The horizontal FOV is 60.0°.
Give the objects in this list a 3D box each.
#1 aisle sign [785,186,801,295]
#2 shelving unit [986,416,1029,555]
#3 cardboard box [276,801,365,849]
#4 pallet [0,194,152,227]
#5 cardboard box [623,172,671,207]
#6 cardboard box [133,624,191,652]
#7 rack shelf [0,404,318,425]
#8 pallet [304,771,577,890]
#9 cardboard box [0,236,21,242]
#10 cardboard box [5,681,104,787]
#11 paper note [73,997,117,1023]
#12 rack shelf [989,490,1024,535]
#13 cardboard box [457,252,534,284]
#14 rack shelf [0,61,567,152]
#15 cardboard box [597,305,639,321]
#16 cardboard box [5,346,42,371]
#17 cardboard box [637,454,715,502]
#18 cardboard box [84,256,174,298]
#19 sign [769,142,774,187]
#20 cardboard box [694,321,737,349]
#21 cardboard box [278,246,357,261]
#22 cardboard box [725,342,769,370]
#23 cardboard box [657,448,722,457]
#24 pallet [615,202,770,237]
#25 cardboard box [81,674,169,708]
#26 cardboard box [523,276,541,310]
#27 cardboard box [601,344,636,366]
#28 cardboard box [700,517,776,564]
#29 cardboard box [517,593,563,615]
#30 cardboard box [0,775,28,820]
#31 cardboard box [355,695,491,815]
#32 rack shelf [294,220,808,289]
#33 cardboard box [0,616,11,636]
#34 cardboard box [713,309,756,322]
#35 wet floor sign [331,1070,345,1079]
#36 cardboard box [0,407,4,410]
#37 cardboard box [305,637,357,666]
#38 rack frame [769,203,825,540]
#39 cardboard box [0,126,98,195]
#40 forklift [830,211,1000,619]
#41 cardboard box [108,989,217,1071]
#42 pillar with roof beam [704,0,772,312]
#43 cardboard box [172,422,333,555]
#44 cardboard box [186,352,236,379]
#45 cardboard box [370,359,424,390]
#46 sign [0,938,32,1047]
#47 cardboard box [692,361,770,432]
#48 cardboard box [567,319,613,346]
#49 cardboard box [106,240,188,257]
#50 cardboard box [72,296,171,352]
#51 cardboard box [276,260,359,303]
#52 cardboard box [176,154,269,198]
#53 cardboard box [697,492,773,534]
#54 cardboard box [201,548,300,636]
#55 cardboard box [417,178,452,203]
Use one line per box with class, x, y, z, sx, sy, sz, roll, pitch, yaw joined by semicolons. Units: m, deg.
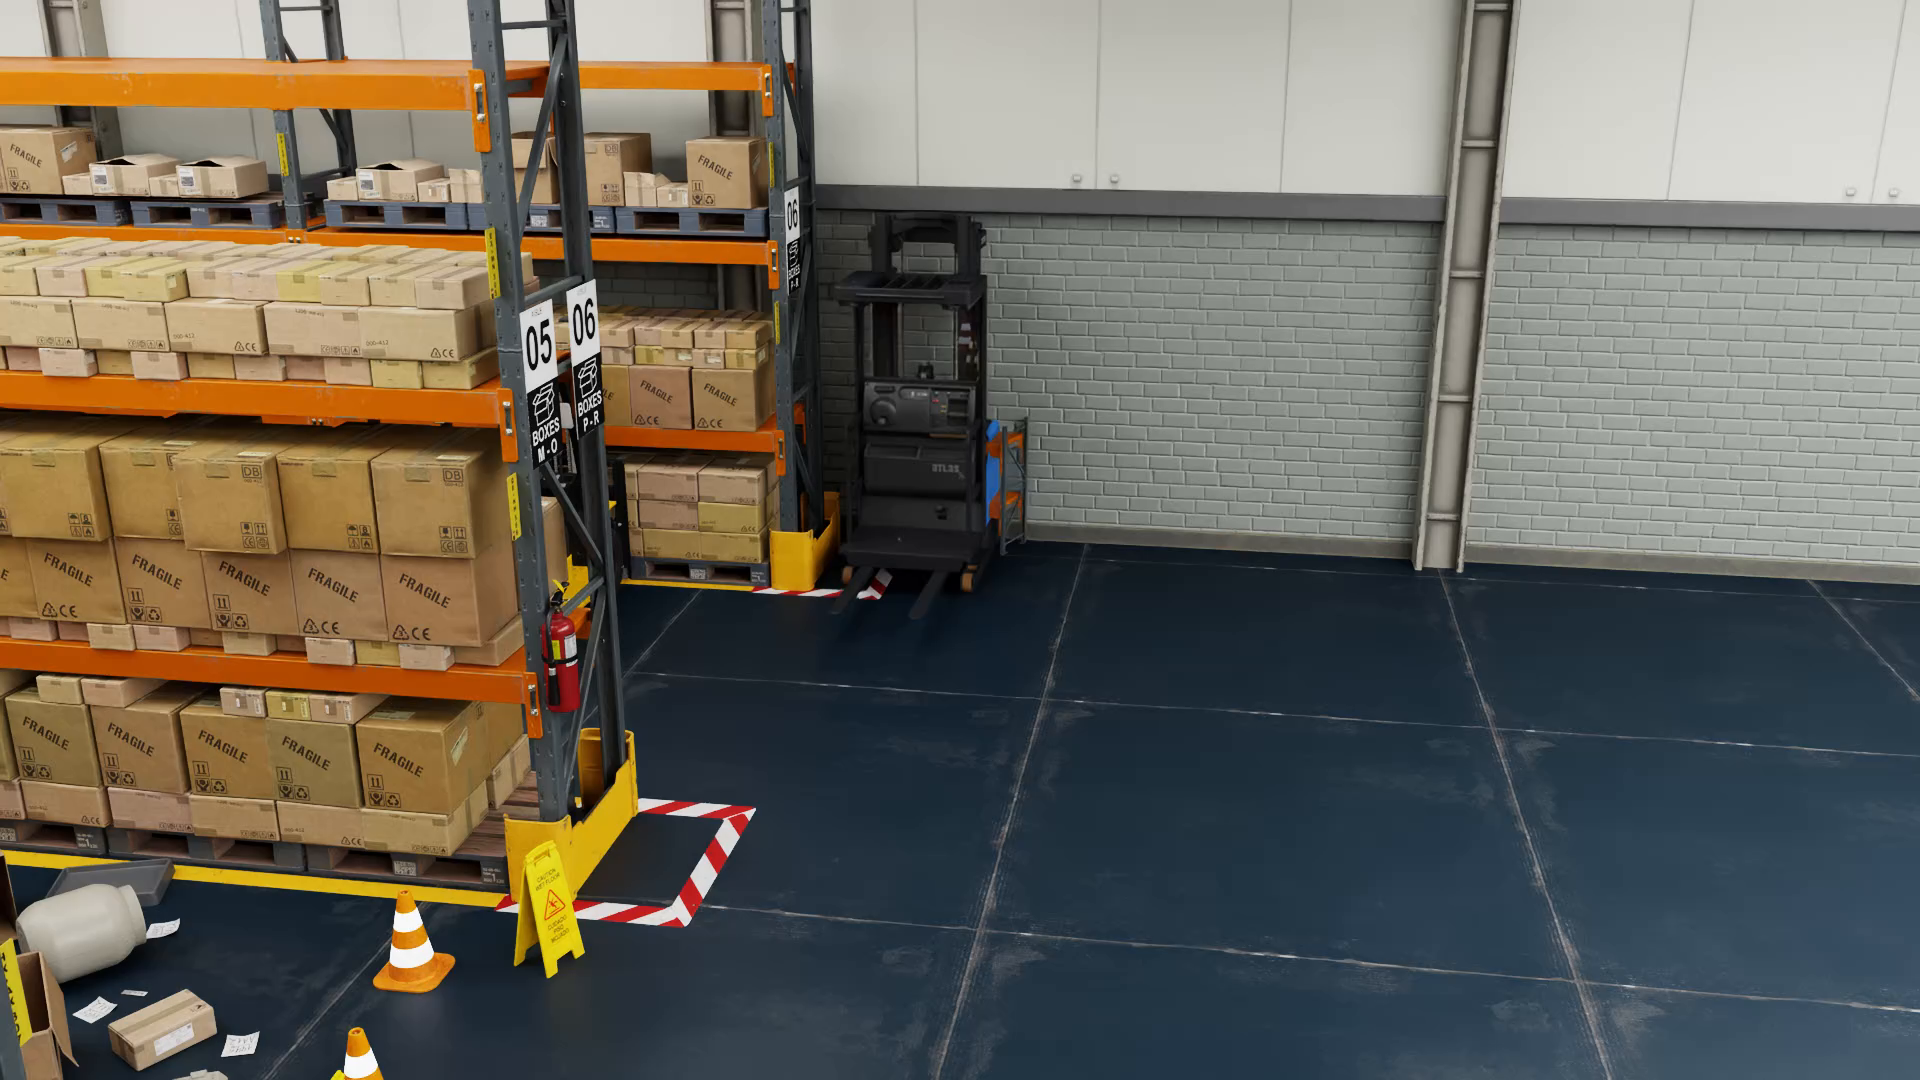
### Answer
aisle sign;-1.300;-2.331;12.945;0.004;0.787;0.394;3;19;9
shelving unit;0.013;-0.535;14.586;1.048;1.125;0.538;8;17;25
cardboard box;-3.453;1.482;9.319;0.500;0.250;0.500;3;19;9
pallet;-7.428;-2.867;14.216;1.213;0.211;1.003;4;19;11
cardboard box;-2.435;-2.758;12.983;0.258;0.266;0.396;3;19;9
cardboard box;-4.276;0.467;9.075;0.250;0.149;0.380;3;19;8
rack shelf;-7.242;-1.154;14.659;4.000;0.370;1.077;3;19;9
pallet;-2.973;1.629;9.603;1.213;0.211;1.003;3;19;9
cardboard box;-5.434;-1.584;9.222;0.250;0.149;0.380;2;19;7
cardboard box;-4.981;1.047;9.435;0.500;0.500;0.500;4;19;11
paper note;-4.166;2.262;8.013;0.142;0.019;0.148;10;21;27
rack shelf;0.011;-0.299;14.651;1.000;0.278;0.538;8;17;25
cardboard box;-2.420;-1.401;8.676;0.250;0.149;0.380;3;19;8
rack shelf;-4.076;-2.241;8.457;4.000;0.370;1.077;3;19;9
cardboard box;-2.881;-1.872;14.023;0.250;0.149;0.380;2;19;7
cardboard box;-4.767;-1.000;8.732;0.250;0.149;0.380;2;19;7
cardboard box;-2.327;-0.512;13.702;0.500;0.250;0.500;3;19;10
cardboard box;-4.244;-1.350;8.524;0.250;0.149;0.380;3;19;10
sign;-1.418;-2.829;12.532;0.005;0.325;0.100;3;19;9
cardboard box;-1.953;-1.644;13.341;0.250;0.149;0.380;3;19;9
cardboard box;-3.404;-1.459;8.849;0.250;0.149;0.380;3;19;8
cardboard box;-1.705;-1.478;13.313;0.250;0.149;0.380;3;19;9
cardboard box;-2.256;-0.670;14.174;0.500;0.250;0.500;3;19;9
pallet;-2.012;-2.618;13.311;1.213;0.211;1.003;3;19;9
cardboard box;-4.623;0.780;9.213;0.250;0.149;0.380;4;19;12
cardboard box;-2.556;-1.239;8.820;0.500;0.250;0.500;3;19;8
cardboard box;-2.722;-1.528;13.464;0.250;0.149;0.380;2;19;7
cardboard box;-1.832;-0.013;13.787;0.500;0.250;0.500;3;19;9
cardboard box;-2.404;0.399;9.279;0.250;0.149;0.380;3;19;9
cardboard box;-5.511;1.380;9.624;0.500;0.250;0.500;2;19;6
cardboard box;-2.934;1.153;9.121;0.500;0.500;0.500;3;19;9
rack shelf;-3.293;-2.375;13.581;4.000;0.370;1.077;3;19;9
cardboard box;-5.266;0.396;9.287;0.250;0.149;0.380;3;19;8
cardboard box;-1.868;-1.806;13.825;0.250;0.149;0.380;4;19;11
wet floor sign;-2.444;2.415;6.567;0.232;0.644;0.267;0;19;-1
cardboard box;-5.651;-0.412;9.105;0.500;0.500;0.700;3;19;8
cardboard box;-3.281;0.528;8.893;0.250;0.149;0.380;3;19;10
rack frame;-1.318;-1.193;13.642;0.127;3.000;1.000;3;19;9
cardboard box;-7.535;-3.148;13.781;0.500;0.500;0.500;3;19;10
forklift;-0.368;-1.085;13.427;1.130;2.935;3.031;3;19;10
cardboard box;-3.715;2.281;7.752;0.250;0.149;0.380;14;23;37
pillar with roof beam;-2.545;-3.007;9.608;0.400;9.000;9.100;3;19;9
cardboard box;-3.659;-0.279;8.708;0.500;0.500;0.700;3;19;8
cardboard box;-3.758;-0.945;8.568;0.250;0.149;0.380;2;19;7
cardboard box;-2.749;-0.874;8.356;0.250;0.149;0.380;3;19;9
sign;-2.693;1.296;4.713;0.005;0.325;0.100;3;19;9
cardboard box;-1.845;-1.183;13.454;0.500;0.500;0.500;3;19;7
cardboard box;-2.981;-1.674;13.431;0.250;0.149;0.380;3;19;10
cardboard box;-4.412;-1.529;9.058;0.250;0.149;0.380;3;19;9
cardboard box;-4.158;-1.147;8.543;0.500;0.250;0.500;3;19;9
cardboard box;-3.228;-1.305;8.388;0.250;0.149;0.380;3;19;9
cardboard box;-6.021;-2.981;13.580;0.500;0.311;0.500;2;19;7
cardboard box;-1.848;-0.252;13.713;0.500;0.250;0.500;3;19;8
cardboard box;-3.668;0.180;8.913;0.500;0.500;0.500;3;19;8
cardboard box;-4.114;-2.788;13.258;0.250;0.149;0.380;3;19;10
